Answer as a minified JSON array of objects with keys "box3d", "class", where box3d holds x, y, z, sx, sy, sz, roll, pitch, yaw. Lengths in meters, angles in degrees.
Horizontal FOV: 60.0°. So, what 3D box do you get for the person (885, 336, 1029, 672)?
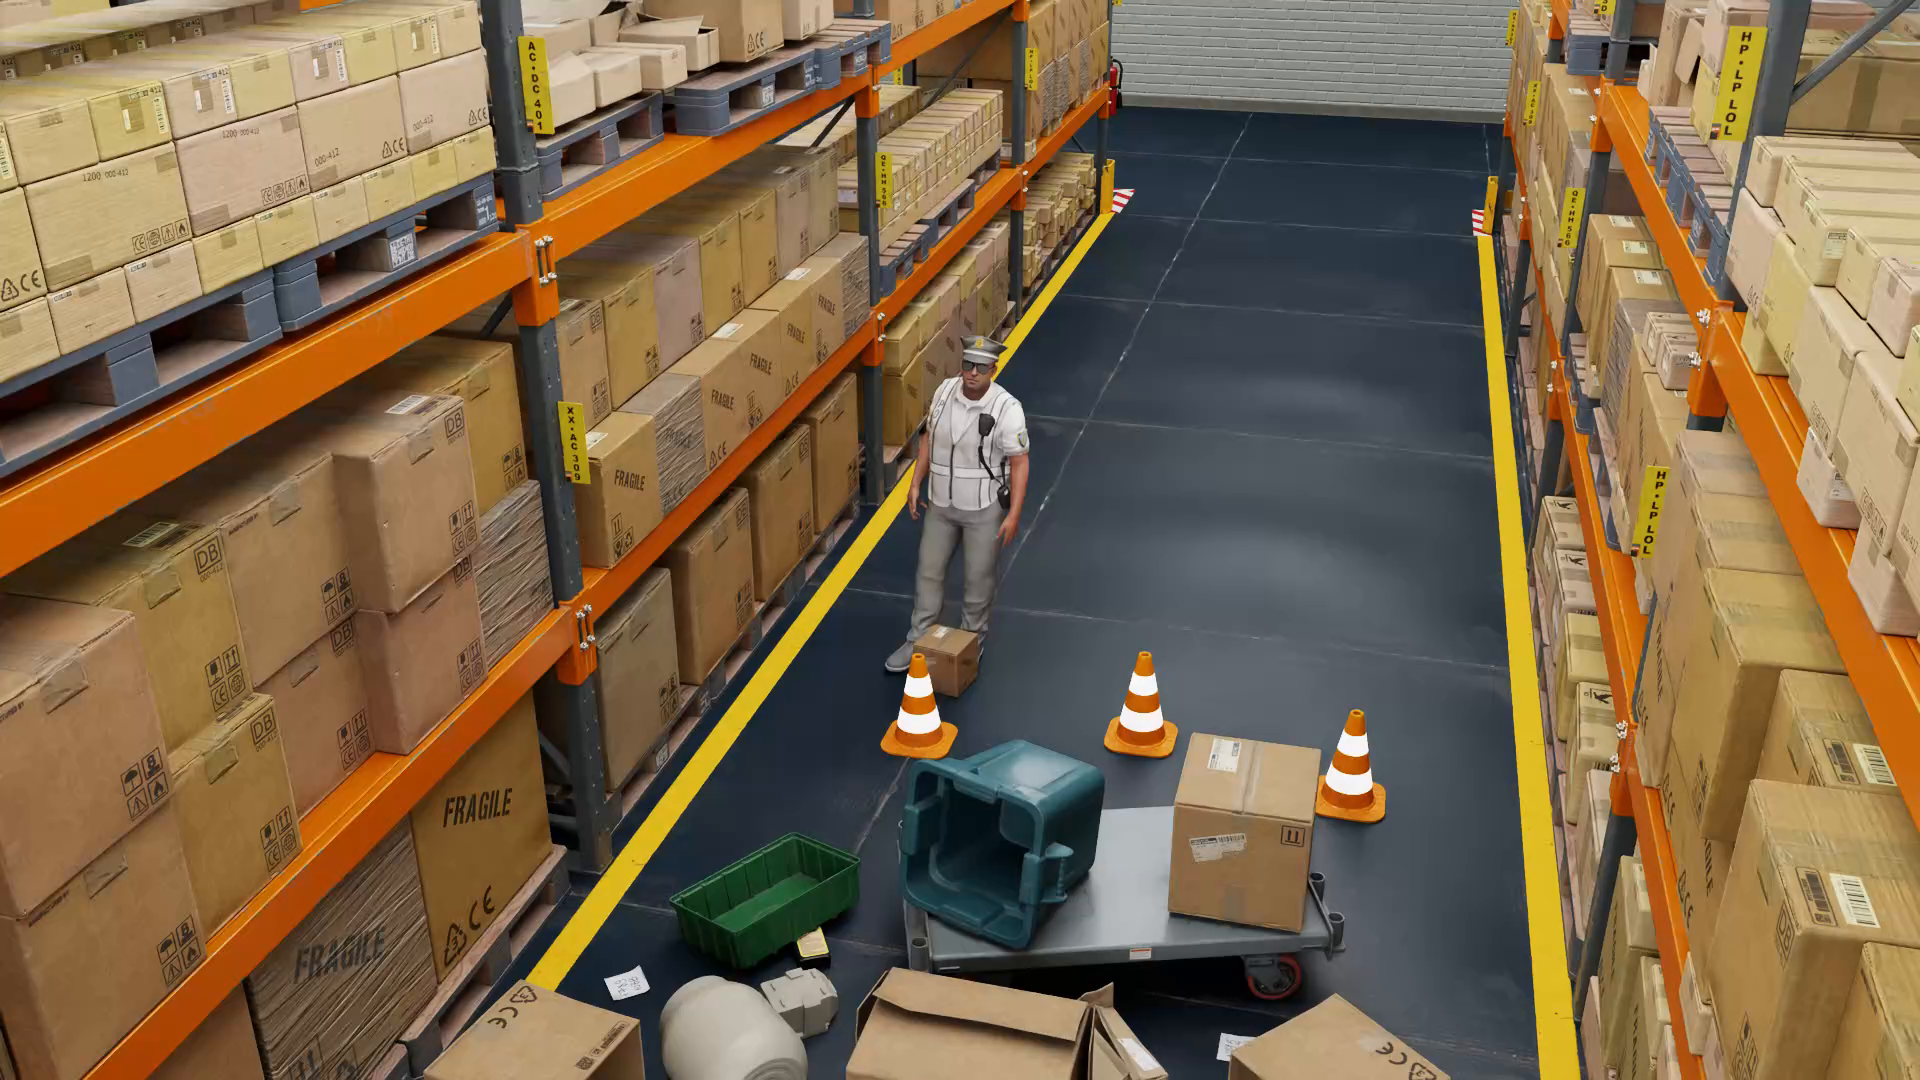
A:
[{"box3d":[-0.004,-0.168,8.405,0.640,1.779,0.575,12,28,24],"class":"person"}]
